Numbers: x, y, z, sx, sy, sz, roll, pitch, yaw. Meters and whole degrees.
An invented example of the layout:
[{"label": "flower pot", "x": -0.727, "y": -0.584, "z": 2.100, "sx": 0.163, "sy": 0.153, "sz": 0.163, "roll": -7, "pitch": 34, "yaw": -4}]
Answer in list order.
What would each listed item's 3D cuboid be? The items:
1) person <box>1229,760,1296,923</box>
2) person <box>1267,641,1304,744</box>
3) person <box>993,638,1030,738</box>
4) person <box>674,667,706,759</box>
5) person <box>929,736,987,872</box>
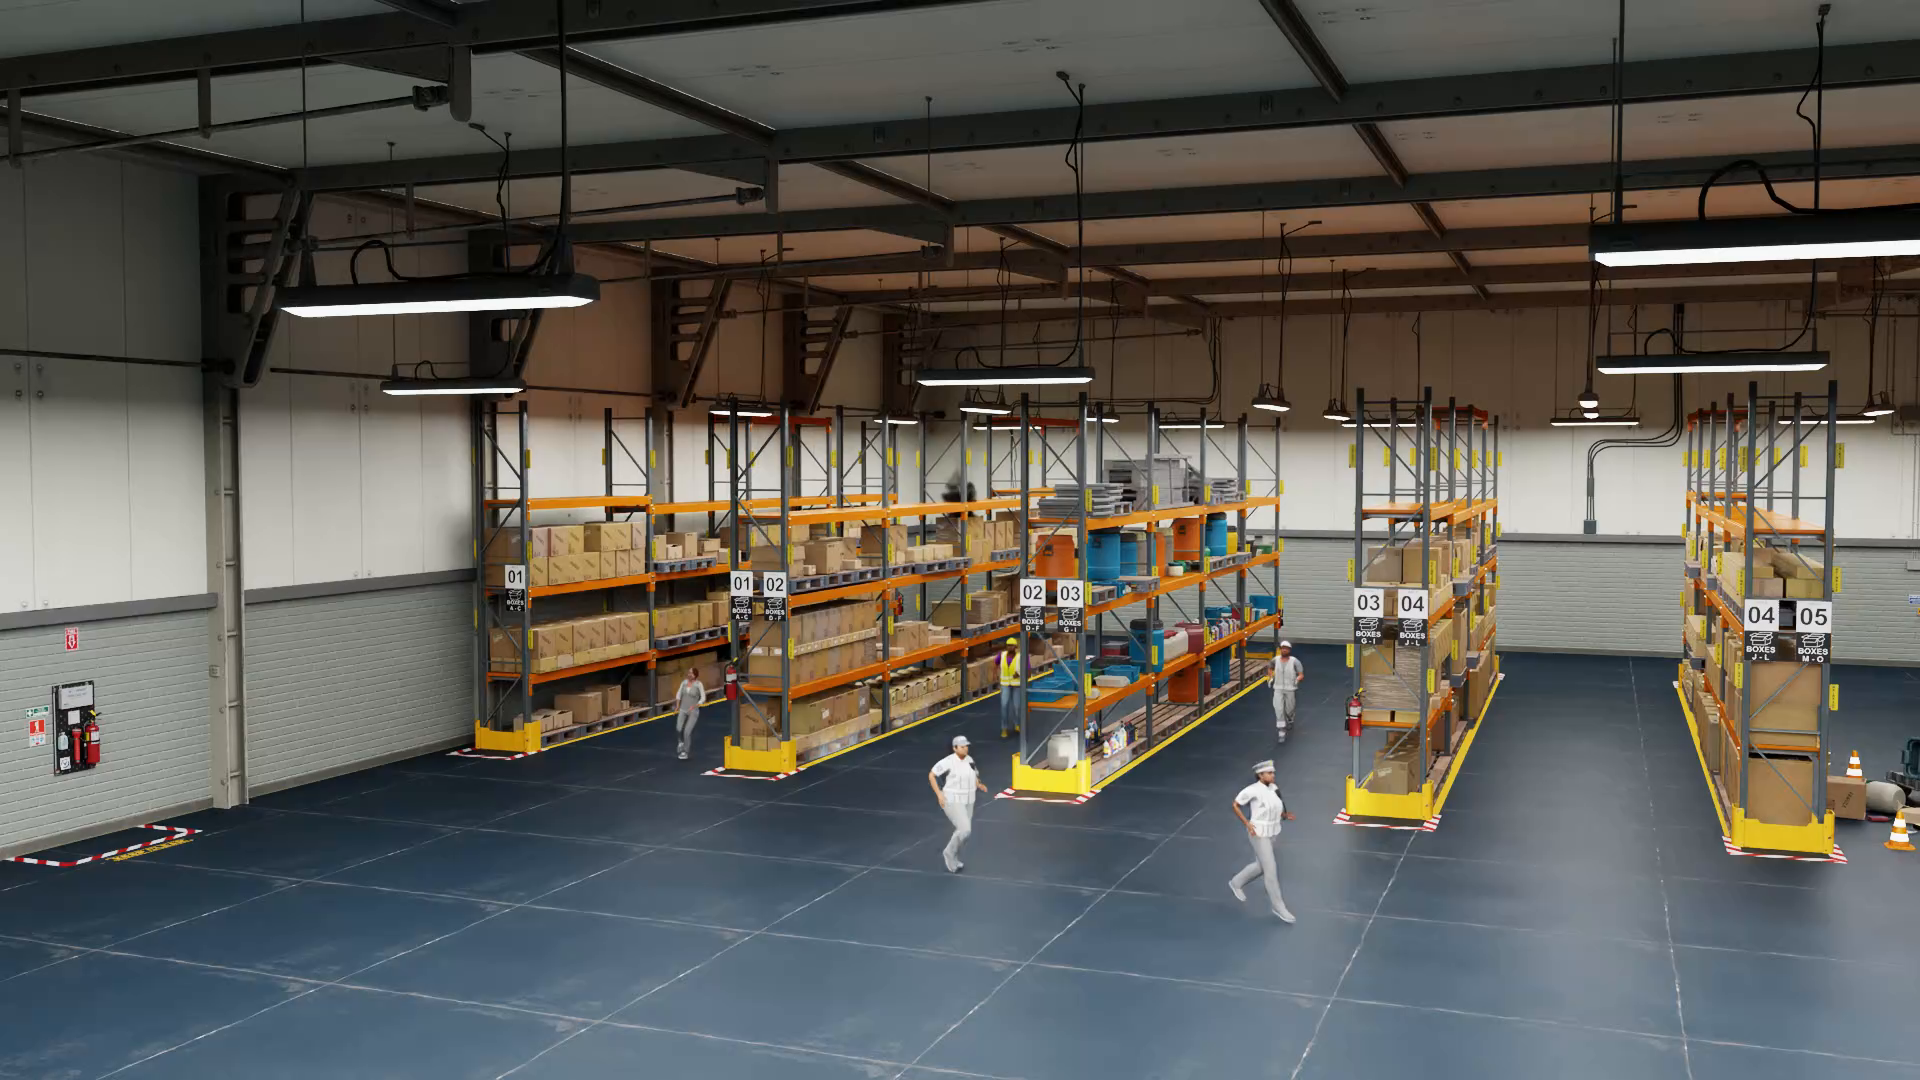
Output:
[{"label": "person", "x": 3.330, "y": 3.256, "z": 18.267, "sx": 0.905, "sy": 1.718, "sz": 0.576, "roll": 3, "pitch": 4, "yaw": 44}, {"label": "person", "x": 5.776, "y": 2.682, "z": 29.588, "sx": 0.656, "sy": 1.782, "sz": 0.909, "roll": 1, "pitch": 3, "yaw": 18}, {"label": "person", "x": 0.921, "y": 2.678, "z": 30.057, "sx": 0.718, "sy": 1.848, "sz": 0.756, "roll": 1, "pitch": 3, "yaw": 12}, {"label": "person", "x": -4.508, "y": 2.881, "z": 27.673, "sx": 0.547, "sy": 1.537, "sz": 0.467, "roll": 0, "pitch": 3, "yaw": 7}, {"label": "person", "x": 0.021, "y": 3.193, "z": 20.163, "sx": 0.692, "sy": 1.638, "sz": 0.610, "roll": 3, "pitch": 4, "yaw": 45}]
